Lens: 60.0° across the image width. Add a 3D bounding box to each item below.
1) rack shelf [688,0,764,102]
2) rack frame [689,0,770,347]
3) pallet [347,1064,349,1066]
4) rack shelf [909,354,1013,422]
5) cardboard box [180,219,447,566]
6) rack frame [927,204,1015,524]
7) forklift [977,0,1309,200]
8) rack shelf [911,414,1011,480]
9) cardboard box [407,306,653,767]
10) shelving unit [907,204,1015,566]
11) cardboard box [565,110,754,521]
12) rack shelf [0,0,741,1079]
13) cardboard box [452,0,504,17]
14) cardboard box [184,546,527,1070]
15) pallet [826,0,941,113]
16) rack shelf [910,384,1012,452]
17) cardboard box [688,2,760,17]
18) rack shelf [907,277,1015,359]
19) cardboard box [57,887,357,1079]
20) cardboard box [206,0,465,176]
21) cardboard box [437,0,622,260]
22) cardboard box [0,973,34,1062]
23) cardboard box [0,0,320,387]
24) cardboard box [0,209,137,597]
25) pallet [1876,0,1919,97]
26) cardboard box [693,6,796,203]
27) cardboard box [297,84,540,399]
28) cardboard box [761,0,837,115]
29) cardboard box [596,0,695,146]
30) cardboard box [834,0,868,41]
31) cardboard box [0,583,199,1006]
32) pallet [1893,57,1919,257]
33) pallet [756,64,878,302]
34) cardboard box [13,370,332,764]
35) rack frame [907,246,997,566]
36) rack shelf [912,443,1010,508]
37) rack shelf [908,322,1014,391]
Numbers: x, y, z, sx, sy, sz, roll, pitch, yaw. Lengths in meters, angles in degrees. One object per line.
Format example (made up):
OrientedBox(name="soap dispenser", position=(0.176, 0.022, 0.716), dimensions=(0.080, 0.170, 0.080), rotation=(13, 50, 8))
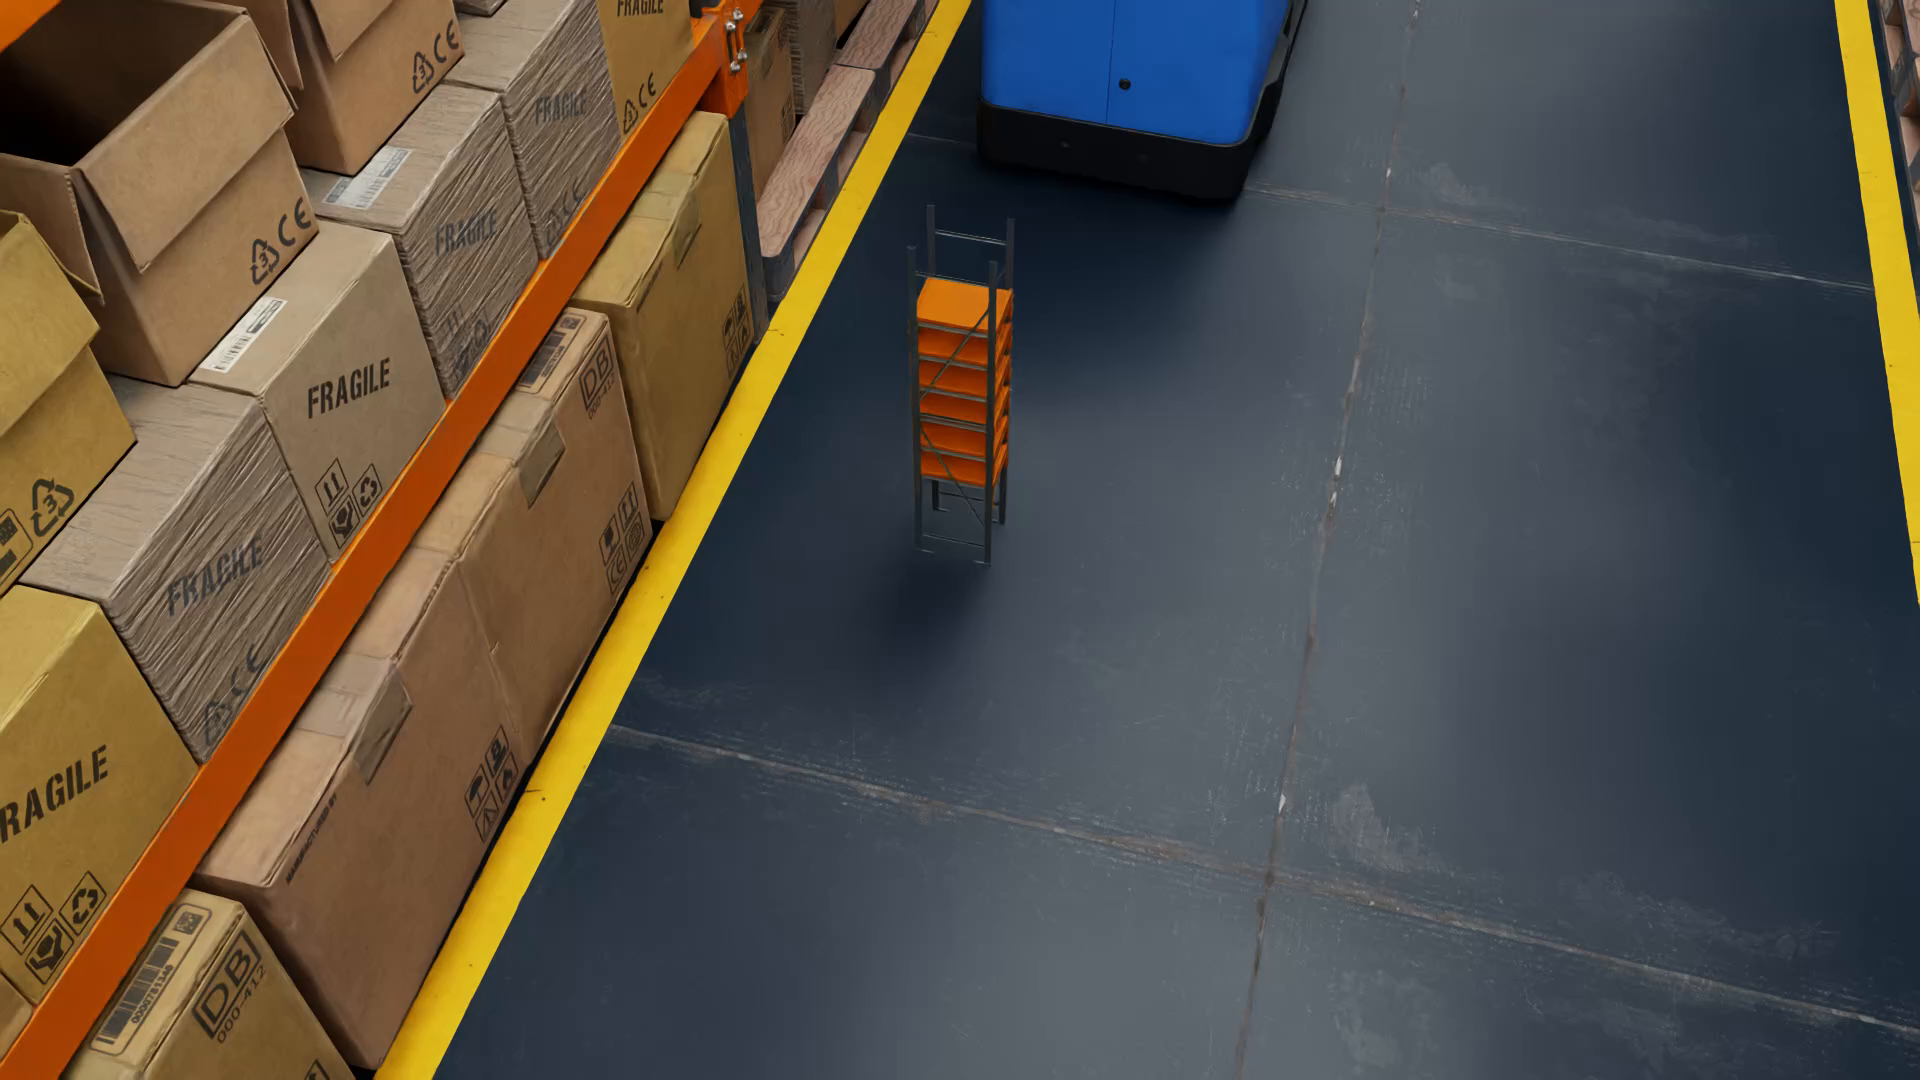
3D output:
OrientedBox(name="rack shelf", position=(-0.650, -3.023, 6.398), dimensions=(1.077, 0.370, 4.000), rotation=(12, 50, 10))
OrientedBox(name="rack frame", position=(-1.176, -1.815, 4.851), dimensions=(1.000, 3.000, 0.127), rotation=(12, 50, 10))
OrientedBox(name="pallet", position=(-2.098, 1.428, 3.849), dimensions=(1.003, 0.211, 1.213), rotation=(12, 50, 10))
OrientedBox(name="rack shelf", position=(0.004, -0.458, 4.753), dimensions=(0.258, 0.103, 0.180), rotation=(12, 50, 10))
OrientedBox(name="cardboard box", position=(-1.472, -0.339, 3.481), dimensions=(0.500, 0.500, 0.500), rotation=(12, 50, 11))
OrientedBox(name="rack frame", position=(0.028, -0.474, 4.868), dimensions=(0.240, 1.200, 0.006), rotation=(12, 50, 10))
OrientedBox(name="forklift", position=(0.983, -3.390, 6.287), dimensions=(1.130, 2.935, 3.031), rotation=(13, 50, 11))
OrientedBox(name="rack shelf", position=(0.004, -0.299, 4.933), dimensions=(0.258, 0.103, 0.180), rotation=(12, 50, 10))
OrientedBox(name="cardboard box", position=(-1.620, -0.112, 4.486), dimensions=(1.225, 0.875, 0.875), rotation=(12, 50, 10))
OrientedBox(name="shelving unit", position=(0.004, -0.407, 4.809), dimensions=(0.258, 1.200, 0.189), rotation=(12, 50, 10))
OrientedBox(name="cardboard box", position=(-1.378, -0.756, 5.053), dimensions=(1.225, 0.875, 0.875), rotation=(9, 49, 8))
OrientedBox(name="rack shelf", position=(-1.702, -0.130, 3.844), dimensions=(1.077, 0.370, 4.000), rotation=(12, 50, 10))
OrientedBox(name="cardboard box", position=(-1.384, -1.654, 3.974), dimensions=(0.797, 0.503, 0.637), rotation=(13, 50, 11))
OrientedBox(name="cardboard box", position=(-1.845, 0.529, 3.919), dimensions=(1.225, 0.875, 0.875), rotation=(10, 49, 9))
OrientedBox(name="pallet", position=(-0.646, -2.337, 7.172), dimensions=(1.003, 0.211, 1.213), rotation=(12, 50, 10))
OrientedBox(name="rack shelf", position=(0.004, -0.378, 4.843), dimensions=(0.258, 0.103, 0.180), rotation=(12, 50, 10))
OrientedBox(name="cardboard box", position=(-1.029, -1.872, 5.775), dimensions=(0.500, 0.250, 0.500), rotation=(13, 50, 12))
OrientedBox(name="rack shelf", position=(0.004, -0.616, 4.573), dimensions=(0.258, 0.103, 0.180), rotation=(12, 50, 10))
OrientedBox(name="cardboard box", position=(-2.080, 1.176, 3.349), dimensions=(1.225, 0.875, 0.875), rotation=(12, 50, 10))
OrientedBox(name="cardboard box", position=(-1.558, -1.183, 3.558), dimensions=(0.797, 0.503, 0.637), rotation=(13, 50, 11))
OrientedBox(name="cardboard box", position=(-1.204, -1.083, 4.138), dimensions=(0.500, 0.500, 0.500), rotation=(11, 50, 10))
OrientedBox(name="cardboard box", position=(-1.867, 0.762, 2.510), dimensions=(0.500, 0.500, 0.500), rotation=(12, 50, 10))
OrientedBox(name="cardboard box", position=(-1.728, -0.697, 3.129), dimensions=(0.797, 0.503, 0.637), rotation=(13, 50, 11))
OrientedBox(name="cardboard box", position=(-1.877, -0.244, 2.729), dimensions=(0.797, 0.503, 0.637), rotation=(12, 50, 10))
OrientedBox(name="pallet", position=(4.486, -2.232, 7.079), dimensions=(1.003, 0.211, 1.213), rotation=(12, 50, 10))
OrientedBox(name="cardboard box", position=(-1.019, -1.622, 6.055), dimensions=(0.700, 0.500, 0.500), rotation=(9, 49, 8))
OrientedBox(name="cardboard box", position=(-1.337, -0.706, 3.806), dimensions=(0.500, 0.500, 0.500), rotation=(10, 49, 9))
OrientedBox(name="cardboard box", position=(-0.885, -2.026, 6.411), dimensions=(0.700, 0.500, 0.500), rotation=(8, 49, 7))
OrientedBox(name="cardboard box", position=(-1.067, -1.442, 4.455), dimensions=(0.500, 0.500, 0.500), rotation=(13, 50, 11))
OrientedBox(name="cardboard box", position=(-0.743, -2.437, 6.774), dimensions=(0.700, 0.500, 0.500), rotation=(15, 50, 13))
OrientedBox(name="cardboard box", position=(-1.735, 0.398, 2.831), dimensions=(0.500, 0.500, 0.500), rotation=(12, 50, 10))
OrientedBox(name="pallet", position=(4.167, -1.347, 6.298), dimensions=(1.003, 0.211, 1.213), rotation=(12, 50, 10))
OrientedBox(name="pallet", position=(-0.969, -1.457, 6.395), dimensions=(1.003, 0.211, 1.213), rotation=(12, 50, 10))
OrientedBox(name="cardboard box", position=(-1.603, 0.036, 3.151), dimensions=(0.500, 0.500, 0.500), rotation=(11, 49, 9))
OrientedBox(name="rack frame", position=(-0.020, -0.341, 4.751), dimensions=(0.240, 1.200, 0.006), rotation=(12, 50, 10))
OrientedBox(name="rack shelf", position=(0.004, -0.219, 5.023), dimensions=(0.258, 0.103, 0.180), rotation=(12, 50, 10))
OrientedBox(name="rack shelf", position=(0.004, -0.537, 4.663), dimensions=(0.258, 0.103, 0.180), rotation=(12, 50, 10))
